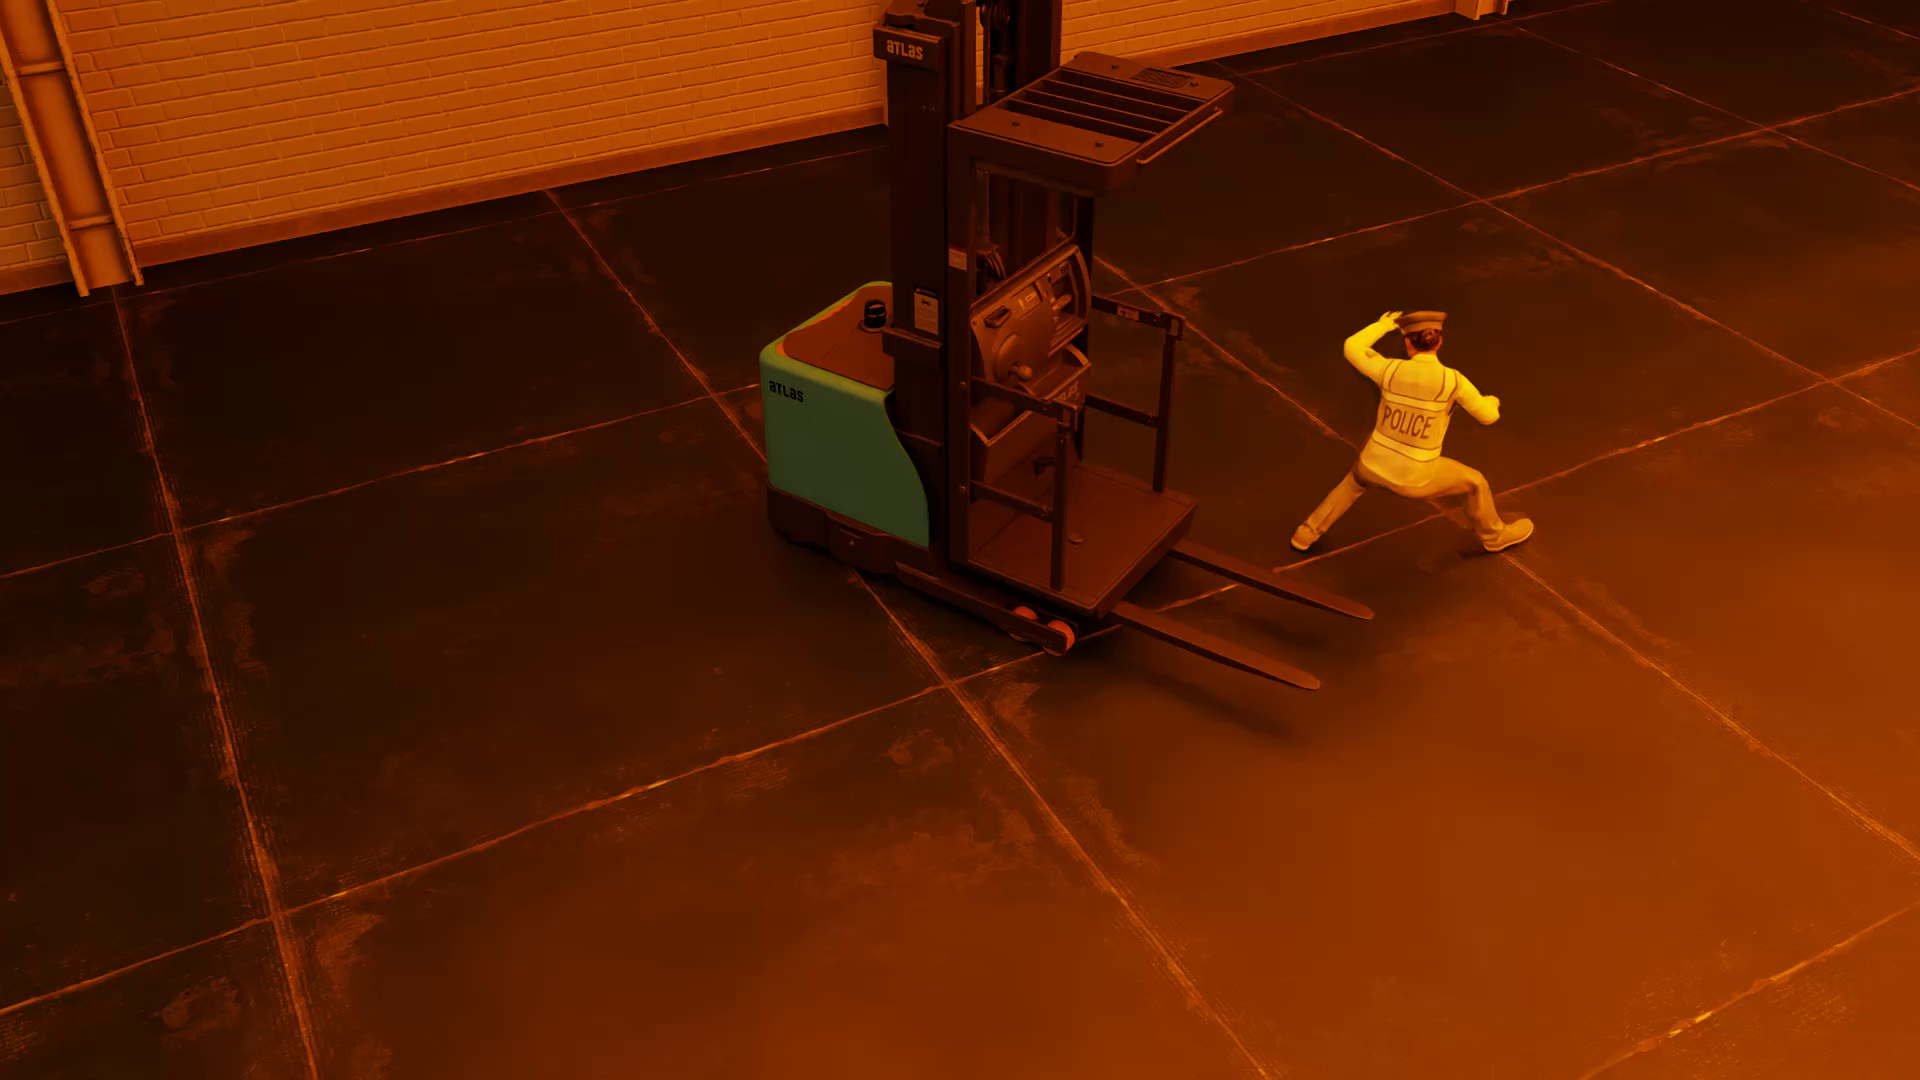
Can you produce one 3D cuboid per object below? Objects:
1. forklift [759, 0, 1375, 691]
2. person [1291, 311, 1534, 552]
[{"bbox_3d":[0.506,-1.000,7.537,3.031,2.935,1.130,21,40,27],"label":"forklift"},{"bbox_3d":[2.324,-0.529,8.255,1.003,1.381,0.876,25,42,31],"label":"person"}]
